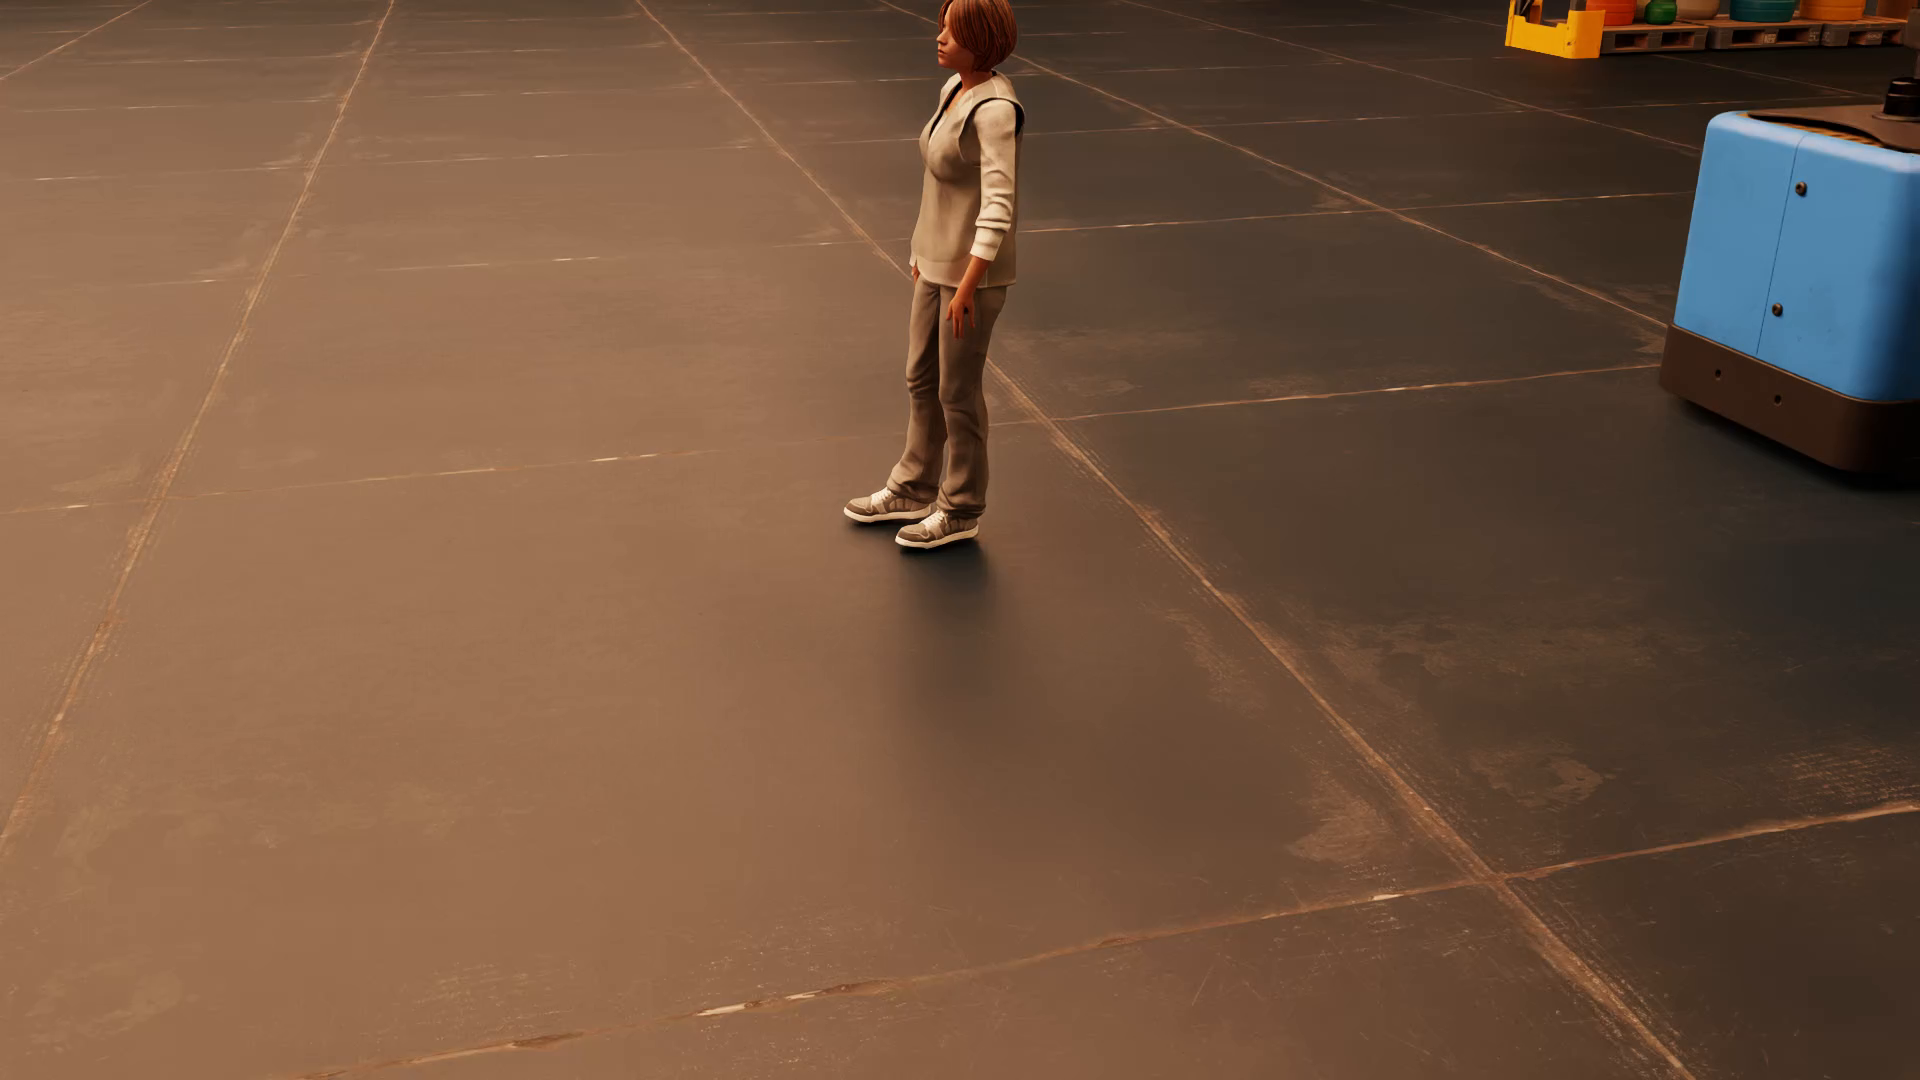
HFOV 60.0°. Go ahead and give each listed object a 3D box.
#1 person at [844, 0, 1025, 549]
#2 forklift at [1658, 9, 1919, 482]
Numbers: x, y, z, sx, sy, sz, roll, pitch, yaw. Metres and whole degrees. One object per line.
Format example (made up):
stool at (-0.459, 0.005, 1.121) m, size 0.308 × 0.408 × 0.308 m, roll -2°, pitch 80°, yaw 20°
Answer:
person at (-0.075, -0.740, 4.732) m, size 0.475 × 1.597 × 0.520 m, roll -6°, pitch 24°, yaw -14°
forklift at (4.191, -1.840, 5.632) m, size 3.031 × 2.935 × 1.130 m, roll -6°, pitch 24°, yaw -14°
